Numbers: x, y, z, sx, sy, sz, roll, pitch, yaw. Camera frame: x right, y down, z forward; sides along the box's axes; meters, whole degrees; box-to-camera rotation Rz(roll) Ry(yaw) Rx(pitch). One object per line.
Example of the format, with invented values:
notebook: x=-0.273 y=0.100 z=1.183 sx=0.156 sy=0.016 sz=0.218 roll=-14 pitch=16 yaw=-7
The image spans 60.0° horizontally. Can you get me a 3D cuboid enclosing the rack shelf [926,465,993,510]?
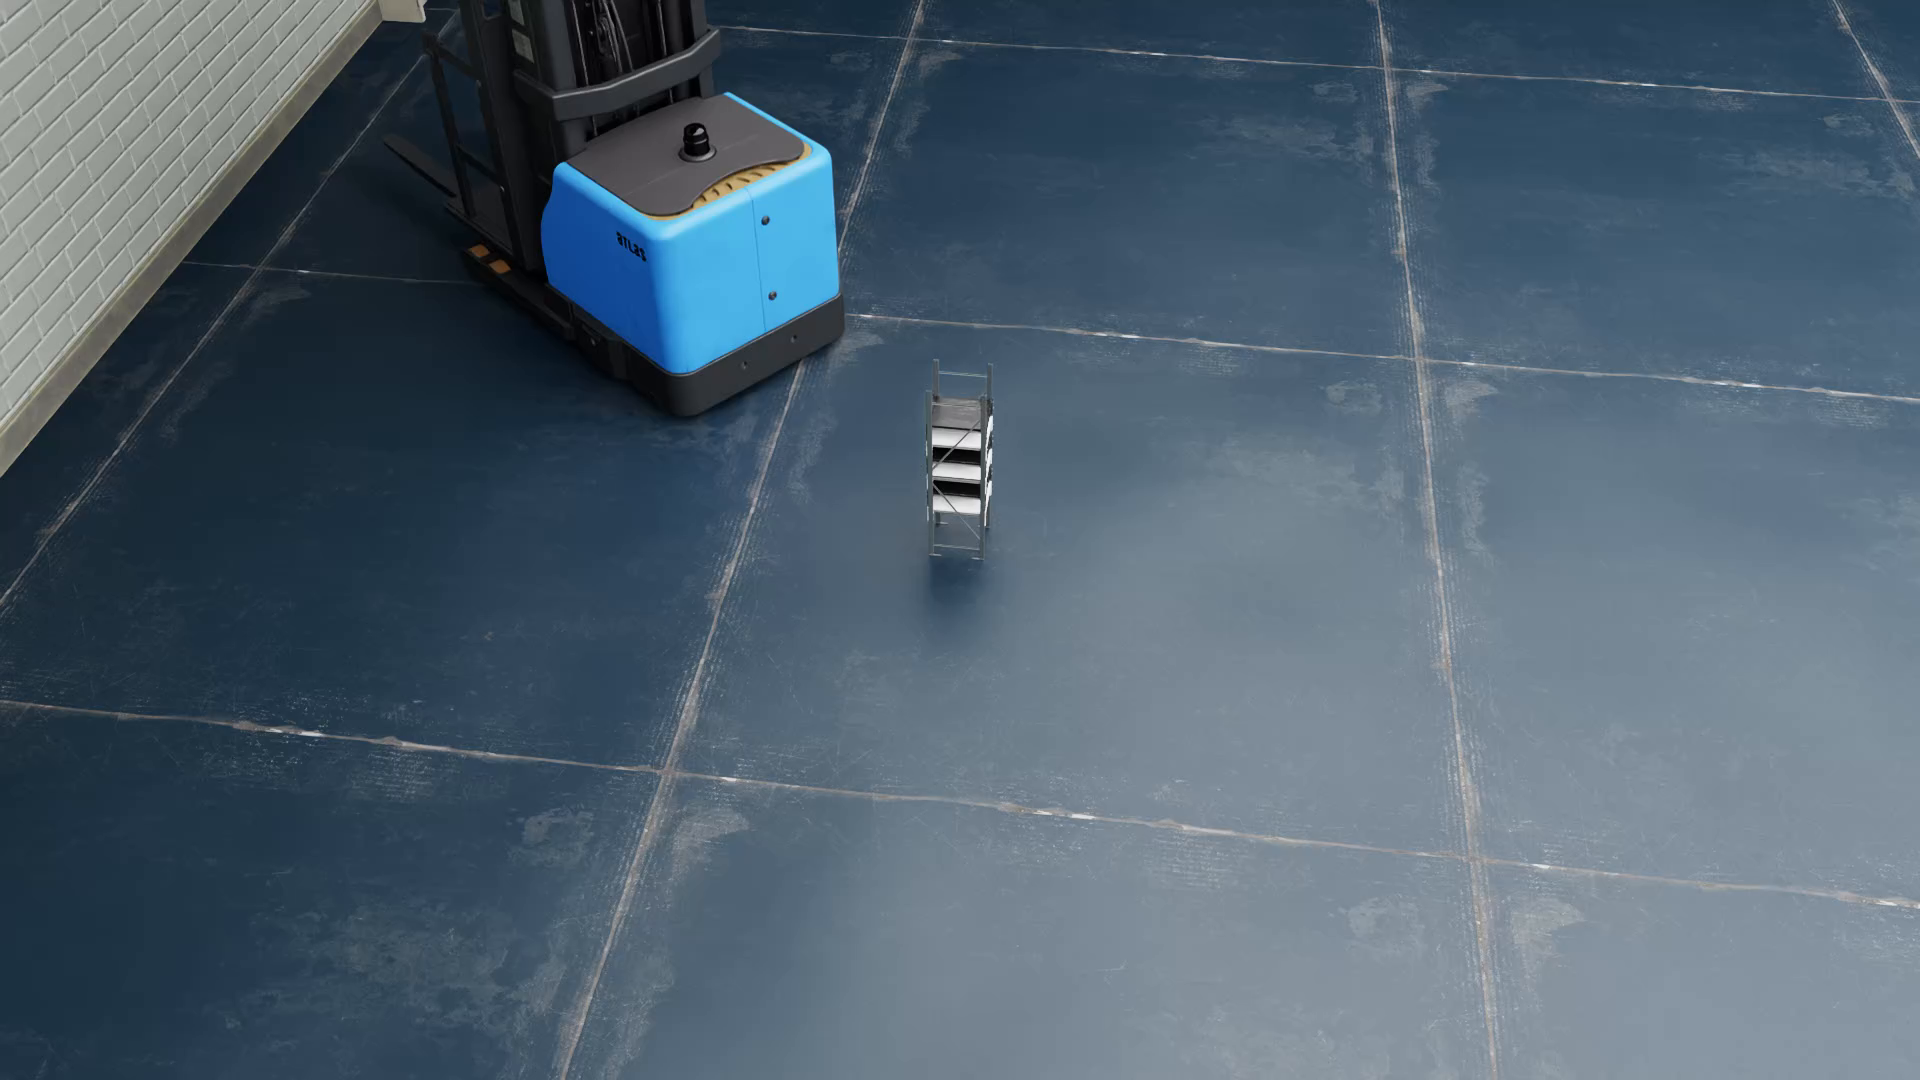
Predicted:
rack shelf: x=-0.001 y=-0.232 z=7.020 sx=0.258 sy=0.077 sz=0.200 roll=5 pitch=44 yaw=6

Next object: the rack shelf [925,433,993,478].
rack shelf: x=-0.001 y=-0.362 z=6.896 sx=0.258 sy=0.077 sz=0.200 roll=5 pitch=44 yaw=6

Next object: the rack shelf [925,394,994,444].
rack shelf: x=-0.001 y=-0.493 z=6.772 sx=0.258 sy=0.077 sz=0.200 roll=5 pitch=44 yaw=6

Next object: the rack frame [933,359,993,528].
rack frame: x=0.012 y=-0.391 z=7.008 sx=0.240 sy=0.900 sz=0.006 roll=5 pitch=44 yaw=6

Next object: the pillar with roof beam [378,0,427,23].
pillar with roof beam: x=0.654 y=-6.384 z=7.447 sx=9.100 sy=9.000 sz=0.400 roll=5 pitch=44 yaw=6

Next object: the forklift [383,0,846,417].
forklift: x=-1.945 y=-2.556 z=7.818 sx=1.130 sy=2.935 sz=3.031 roll=-33 pitch=53 yaw=-30

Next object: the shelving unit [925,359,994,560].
shelving unit: x=-0.001 y=-0.321 z=6.935 sx=0.258 sy=0.900 sz=0.210 roll=5 pitch=44 yaw=6

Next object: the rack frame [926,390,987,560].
rack frame: x=-0.015 y=-0.252 z=6.862 sx=0.240 sy=0.900 sz=0.006 roll=5 pitch=44 yaw=6

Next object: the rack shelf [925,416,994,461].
rack shelf: x=-0.001 y=-0.428 z=6.834 sx=0.258 sy=0.077 sz=0.200 roll=5 pitch=44 yaw=6

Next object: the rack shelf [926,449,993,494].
rack shelf: x=-0.001 y=-0.297 z=6.958 sx=0.258 sy=0.077 sz=0.200 roll=5 pitch=44 yaw=6

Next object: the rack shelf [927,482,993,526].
rack shelf: x=-0.001 y=-0.166 z=7.081 sx=0.258 sy=0.077 sz=0.200 roll=5 pitch=44 yaw=6
